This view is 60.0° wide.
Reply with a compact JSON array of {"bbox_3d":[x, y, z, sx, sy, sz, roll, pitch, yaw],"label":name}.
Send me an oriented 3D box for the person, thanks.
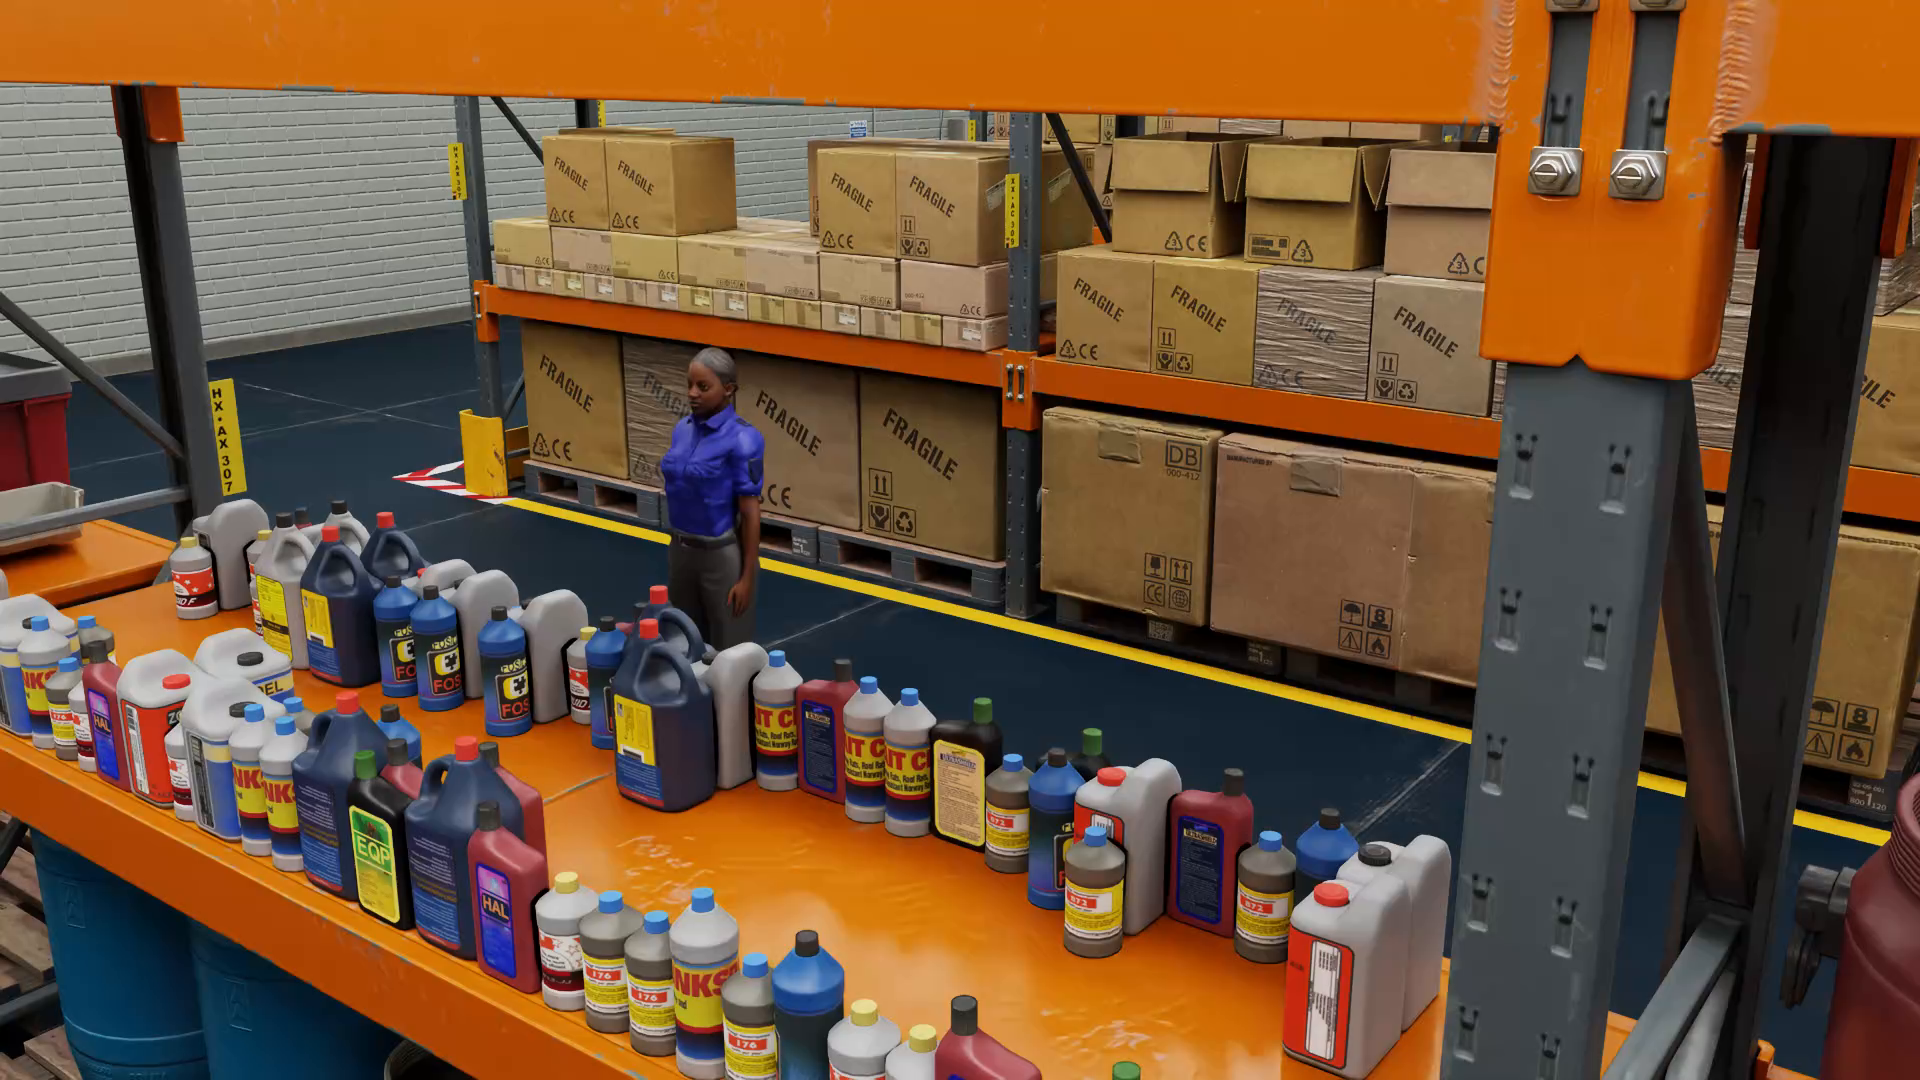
[{"bbox_3d":[-0.909,0.122,6.213,0.437,1.694,0.329,13,21,36],"label":"person"}]
